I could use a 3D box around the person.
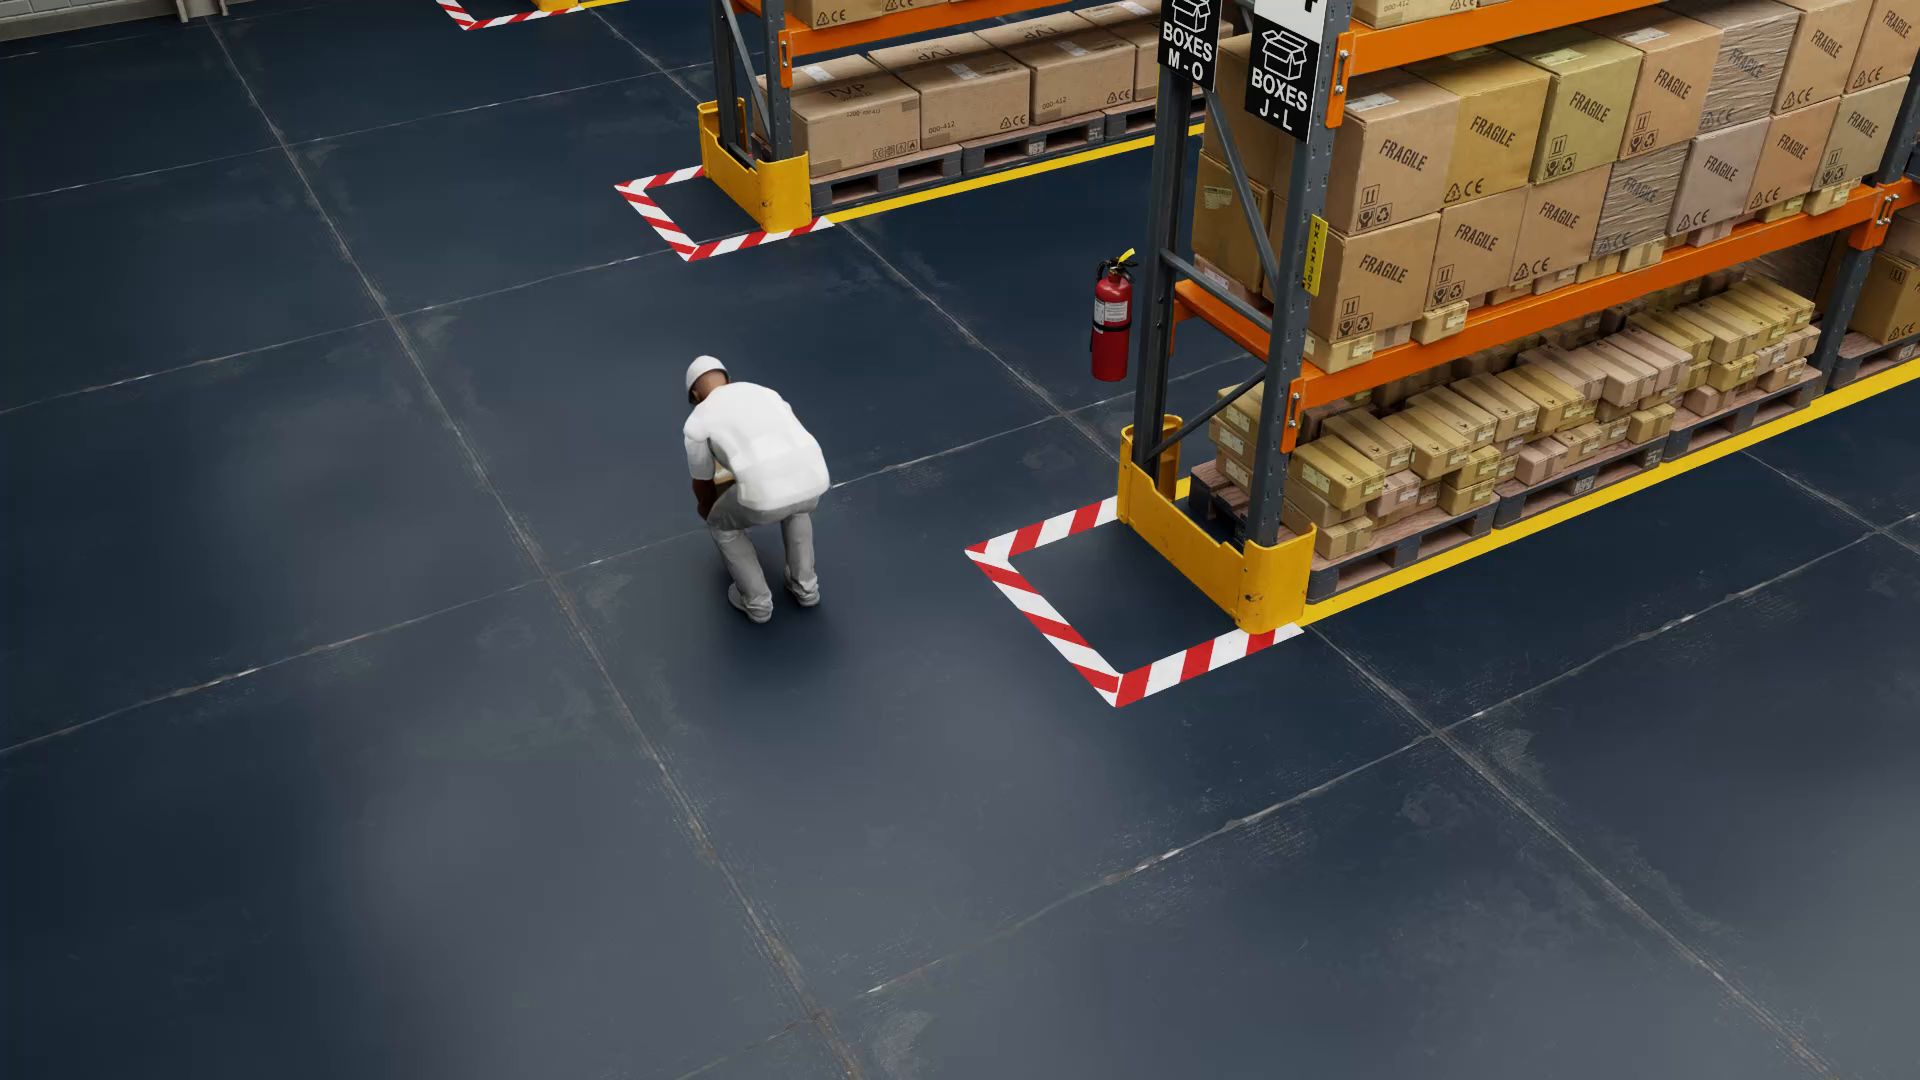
[{"bbox_3d":[-0.984,-0.231,7.804,0.511,1.068,0.966,-21,41,-26],"label":"person"}]
